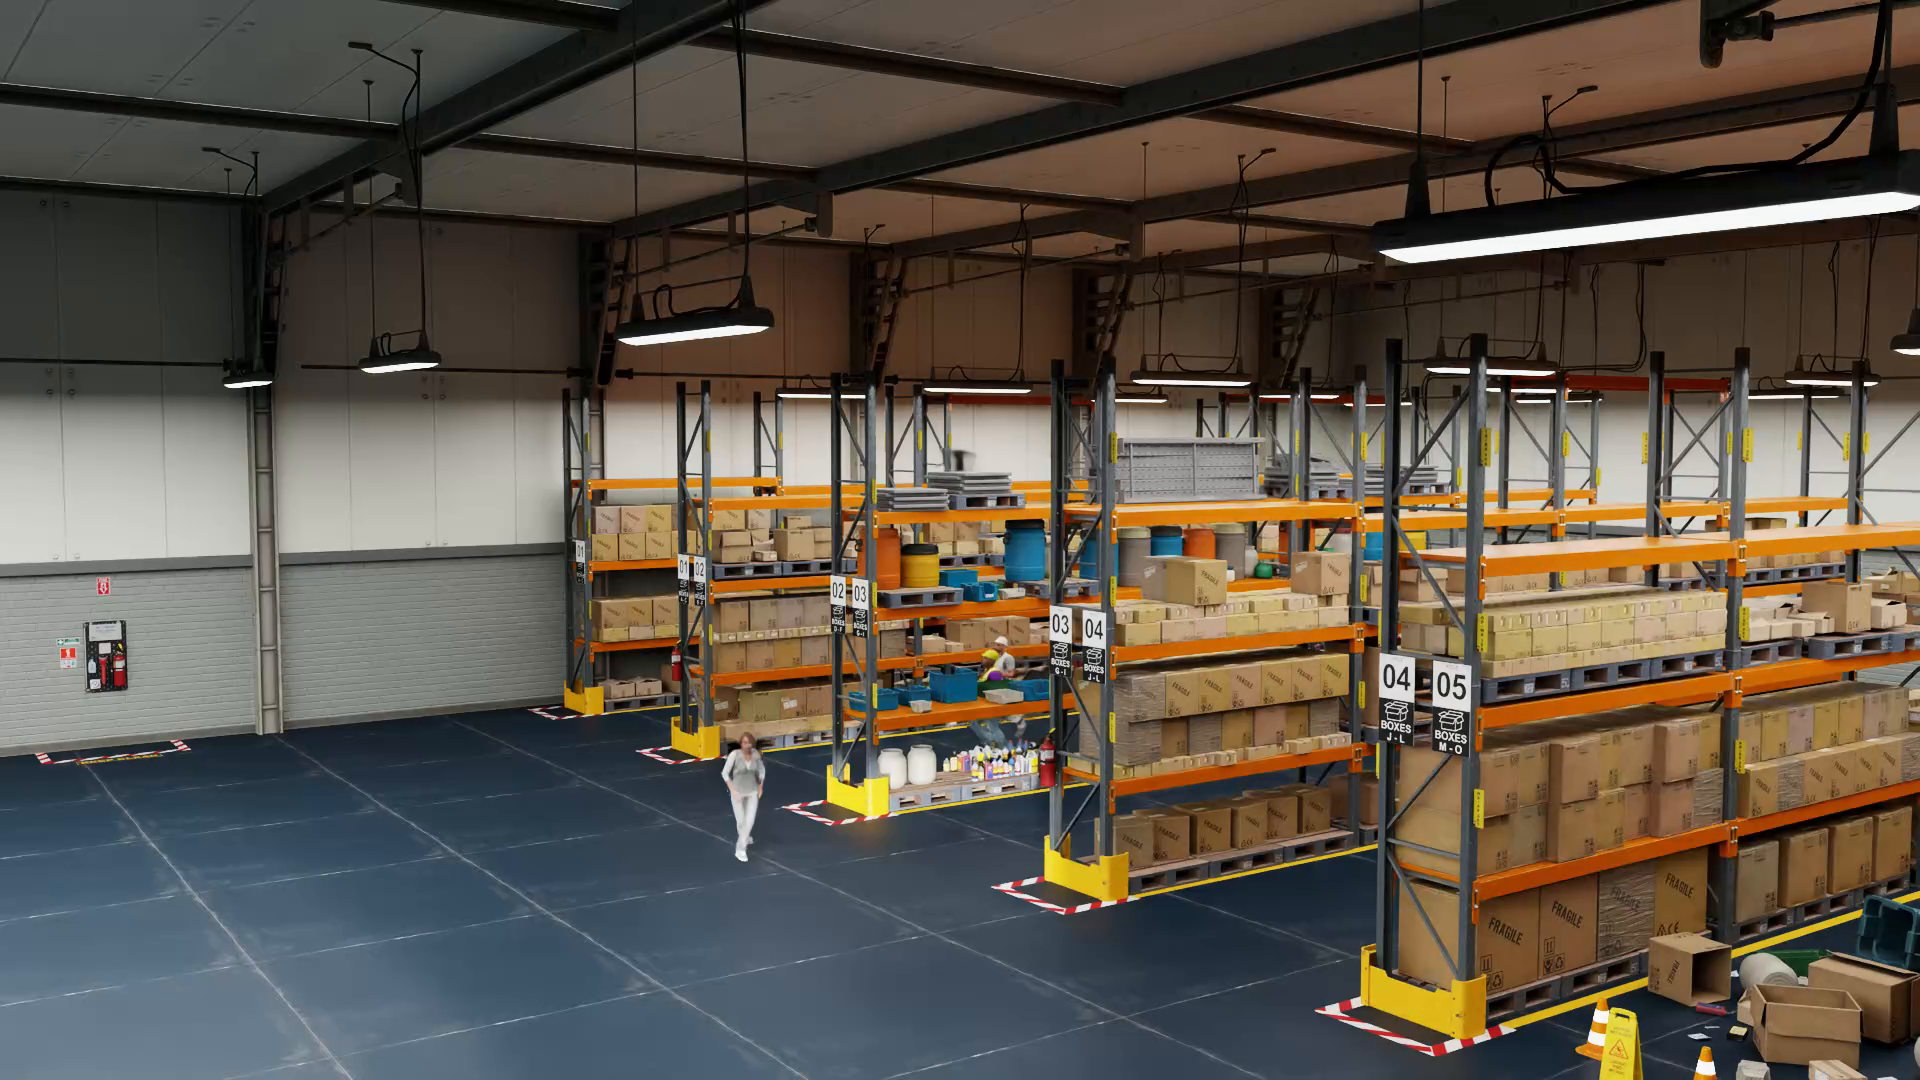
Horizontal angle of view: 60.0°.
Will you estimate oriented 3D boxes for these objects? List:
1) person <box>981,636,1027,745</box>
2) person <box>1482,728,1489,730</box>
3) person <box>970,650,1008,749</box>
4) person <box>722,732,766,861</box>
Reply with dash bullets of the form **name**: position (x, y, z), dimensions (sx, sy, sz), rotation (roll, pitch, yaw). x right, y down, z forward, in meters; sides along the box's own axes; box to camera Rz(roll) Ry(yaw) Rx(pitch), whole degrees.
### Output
- **person**: position (0.709, 2.473, 27.550), dimensions (0.990, 1.770, 0.657), rotation (-4, 5, -44)
- **person**: position (6.327, 3.049, 20.238), dimensions (0.855, 1.630, 0.623), rotation (-2, 4, -27)
- **person**: position (0.470, 2.601, 26.217), dimensions (0.689, 1.753, 0.658), rotation (-1, 4, -21)
- **person**: position (-2.640, 3.092, 20.271), dimensions (0.548, 1.546, 0.654), rotation (-1, 4, -14)
